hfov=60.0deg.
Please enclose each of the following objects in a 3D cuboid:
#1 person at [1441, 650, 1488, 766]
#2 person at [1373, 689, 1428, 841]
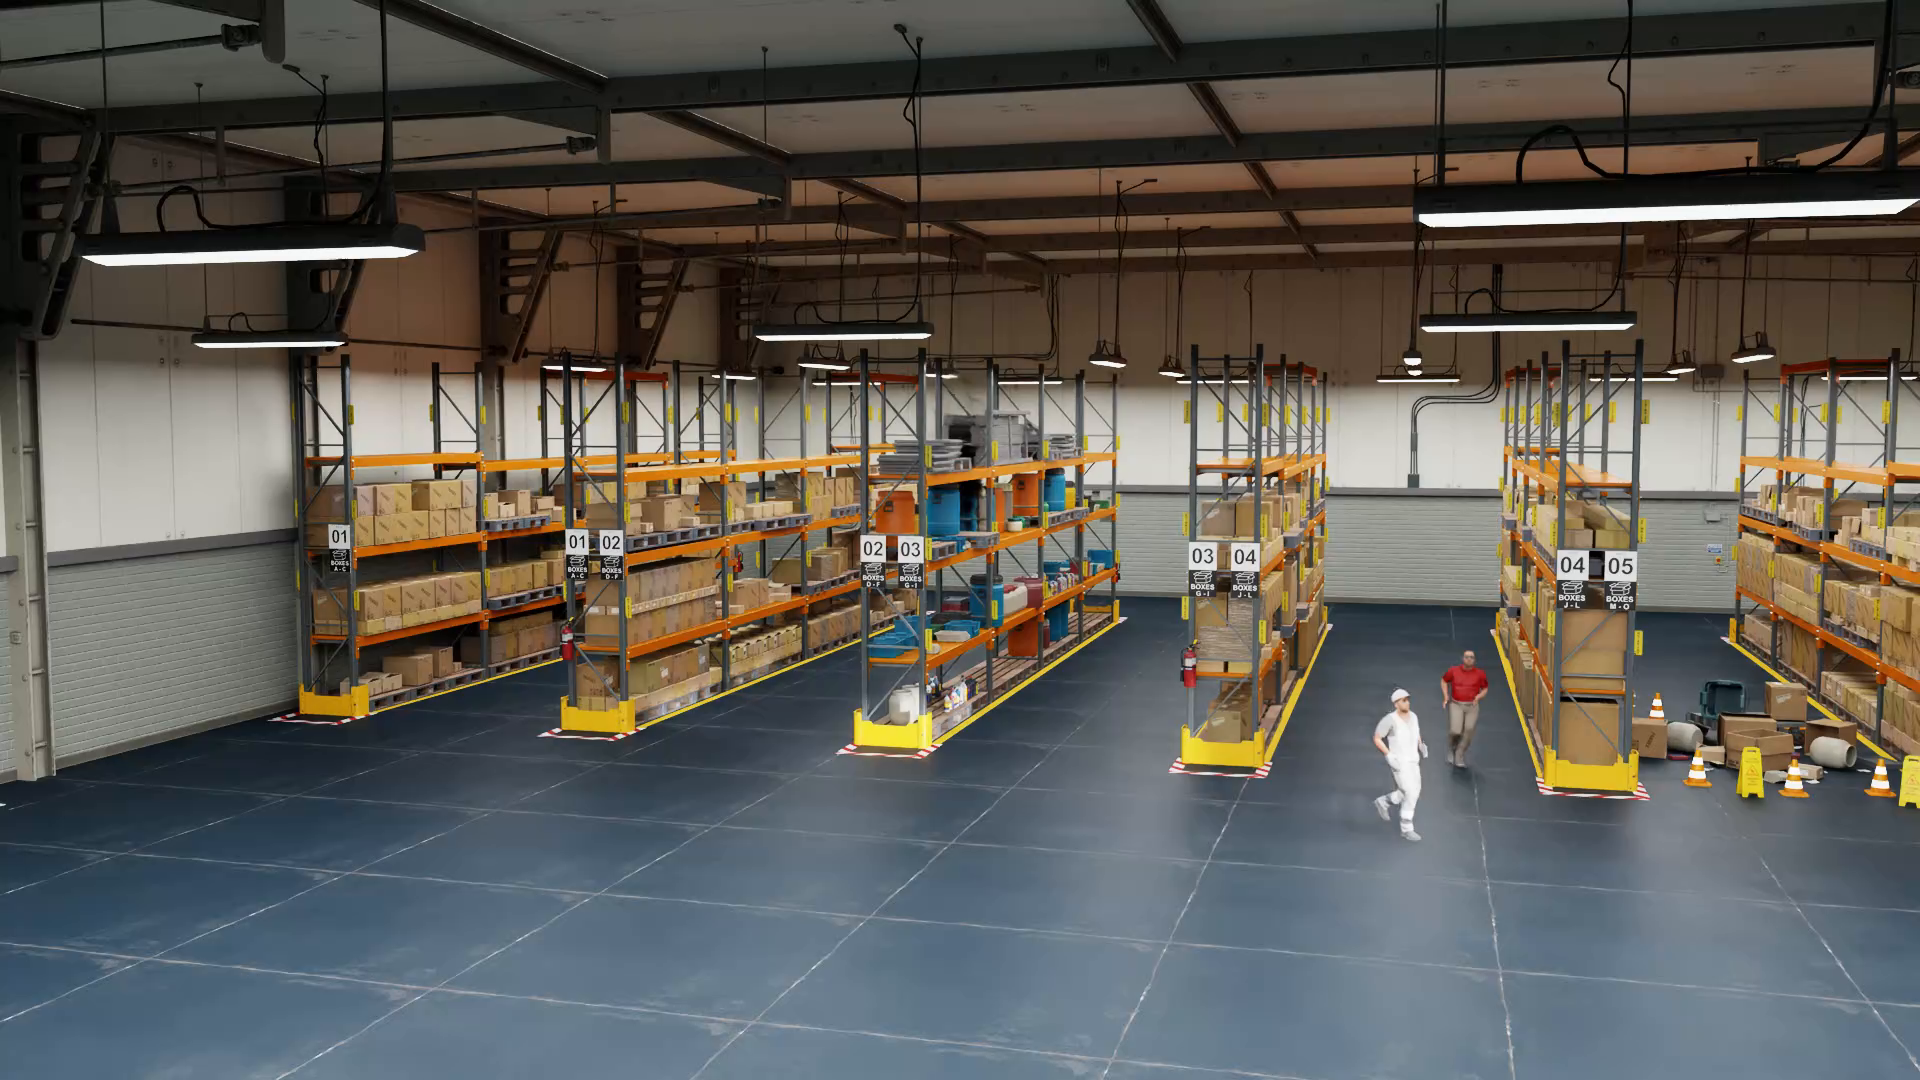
[{"bbox_3d":[7.167,2.395,23.598,0.638,1.677,0.610,1,4,10],"label":"person"},{"bbox_3d":[5.235,2.648,19.806,0.650,1.768,0.722,-3,5,-32],"label":"person"}]
